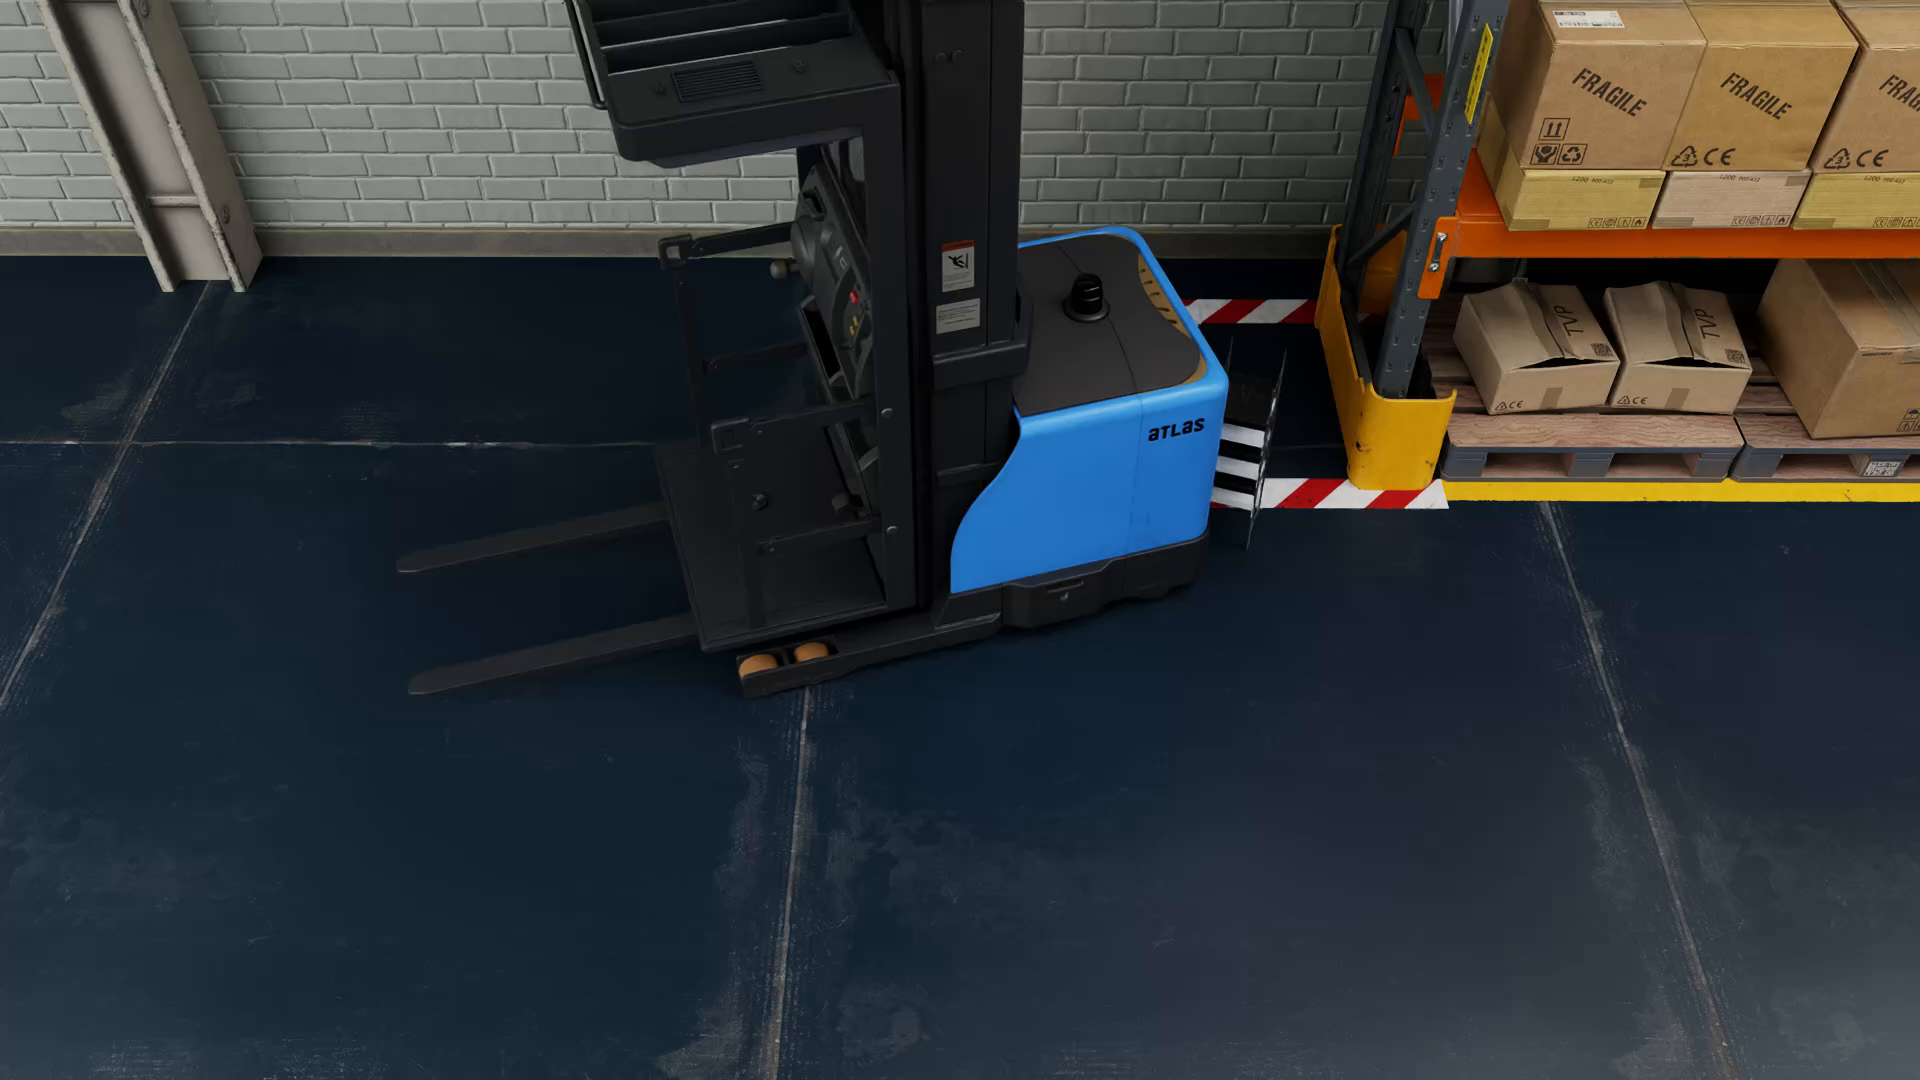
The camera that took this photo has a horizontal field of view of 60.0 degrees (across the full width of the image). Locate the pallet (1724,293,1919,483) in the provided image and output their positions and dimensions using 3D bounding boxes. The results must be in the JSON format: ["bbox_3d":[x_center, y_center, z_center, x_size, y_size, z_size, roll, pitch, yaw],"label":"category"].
[{"bbox_3d":[3.838,-0.675,7.234,1.213,0.211,1.003,0,47,0],"label":"pallet"}]

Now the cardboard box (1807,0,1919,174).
[{"bbox_3d":[3.220,-1.634,5.798,0.500,0.500,0.500,-1,47,-1],"label":"cardboard box"}]

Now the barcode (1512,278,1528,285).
[{"bbox_3d":[2.444,-1.120,7.274,0.075,0.075,0.001,0,47,0],"label":"barcode"}]

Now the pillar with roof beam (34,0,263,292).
[{"bbox_3d":[-3.580,-1.199,1.718,0.400,9.000,9.100,0,47,0],"label":"pillar with roof beam"}]

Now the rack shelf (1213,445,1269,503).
[{"bbox_3d":[1.091,-0.282,6.555,0.200,0.077,0.258,14,52,13],"label":"rack shelf"}]

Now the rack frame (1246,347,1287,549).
[{"bbox_3d":[1.184,-0.338,6.437,0.006,0.900,0.240,14,52,13],"label":"rack frame"}]

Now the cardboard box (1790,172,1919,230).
[{"bbox_3d":[3.248,-1.384,6.077,0.500,0.250,0.500,-1,47,0],"label":"cardboard box"}]

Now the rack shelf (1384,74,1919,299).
[{"bbox_3d":[3.733,-1.408,6.503,4.000,0.370,1.077,0,47,0],"label":"rack shelf"}]

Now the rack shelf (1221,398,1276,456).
[{"bbox_3d":[1.084,-0.455,6.347,0.200,0.077,0.258,14,52,13],"label":"rack shelf"}]

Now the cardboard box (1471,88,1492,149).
[{"bbox_3d":[2.201,-1.755,6.423,0.500,0.250,0.500,1,47,1],"label":"cardboard box"}]

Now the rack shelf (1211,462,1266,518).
[{"bbox_3d":[1.093,-0.225,6.624,0.200,0.077,0.258,14,52,13],"label":"rack shelf"}]

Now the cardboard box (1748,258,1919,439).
[{"bbox_3d":[3.728,-0.849,6.898,0.500,0.500,0.700,-3,47,-2],"label":"cardboard box"}]

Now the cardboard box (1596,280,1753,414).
[{"bbox_3d":[2.994,-0.823,7.003,0.500,0.311,0.500,4,47,3],"label":"cardboard box"}]

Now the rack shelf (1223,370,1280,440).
[{"bbox_3d":[1.082,-0.513,6.278,0.200,0.077,0.258,14,52,13],"label":"rack shelf"}]

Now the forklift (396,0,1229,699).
[{"bbox_3d":[-0.613,-0.850,5.539,3.031,2.935,1.130,-12,48,-11],"label":"forklift"}]

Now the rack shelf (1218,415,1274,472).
[{"bbox_3d":[1.086,-0.397,6.417,0.200,0.077,0.258,14,52,13],"label":"rack shelf"}]

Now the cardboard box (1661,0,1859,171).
[{"bbox_3d":[2.703,-1.640,5.803,0.500,0.500,0.500,0,47,0],"label":"cardboard box"}]

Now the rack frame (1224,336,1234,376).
[{"bbox_3d":[0.992,-0.385,6.483,0.006,0.900,0.240,14,52,13],"label":"rack frame"}]

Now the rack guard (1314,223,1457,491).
[{"bbox_3d":[1.809,-0.806,7.159,0.348,0.500,1.175,0,47,0],"label":"rack guard"}]

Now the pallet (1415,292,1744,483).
[{"bbox_3d":[2.621,-0.680,7.239,1.213,0.211,1.003,0,47,0],"label":"pallet"}]

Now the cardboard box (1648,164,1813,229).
[{"bbox_3d":[2.739,-1.389,6.083,0.500,0.250,0.500,-1,47,-1],"label":"cardboard box"}]

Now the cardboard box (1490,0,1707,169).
[{"bbox_3d":[2.209,-1.648,5.811,0.500,0.500,0.500,0,47,0],"label":"cardboard box"}]

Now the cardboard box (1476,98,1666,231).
[{"bbox_3d":[2.220,-1.380,6.074,0.500,0.250,0.500,-1,47,-1],"label":"cardboard box"}]

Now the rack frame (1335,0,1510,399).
[{"bbox_3d":[1.733,-1.658,6.244,0.127,3.000,1.000,0,47,0],"label":"rack frame"}]

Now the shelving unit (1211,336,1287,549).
[{"bbox_3d":[1.088,-0.361,6.460,0.210,0.900,0.258,14,52,13],"label":"shelving unit"}]

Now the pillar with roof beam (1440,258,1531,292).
[{"bbox_3d":[2.420,-1.182,1.703,0.400,9.000,9.100,0,47,0],"label":"pillar with roof beam"}]

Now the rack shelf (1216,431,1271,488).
[{"bbox_3d":[1.089,-0.340,6.486,0.200,0.077,0.258,14,52,13],"label":"rack shelf"}]

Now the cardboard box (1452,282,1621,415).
[{"bbox_3d":[2.424,-0.824,7.004,0.500,0.311,0.500,-5,47,-4],"label":"cardboard box"}]

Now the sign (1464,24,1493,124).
[{"bbox_3d":[1.731,-1.556,5.558,0.005,0.325,0.100,0,47,0],"label":"sign"}]

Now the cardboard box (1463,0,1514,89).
[{"bbox_3d":[2.205,-2.024,6.161,0.500,0.500,0.500,0,47,0],"label":"cardboard box"}]
